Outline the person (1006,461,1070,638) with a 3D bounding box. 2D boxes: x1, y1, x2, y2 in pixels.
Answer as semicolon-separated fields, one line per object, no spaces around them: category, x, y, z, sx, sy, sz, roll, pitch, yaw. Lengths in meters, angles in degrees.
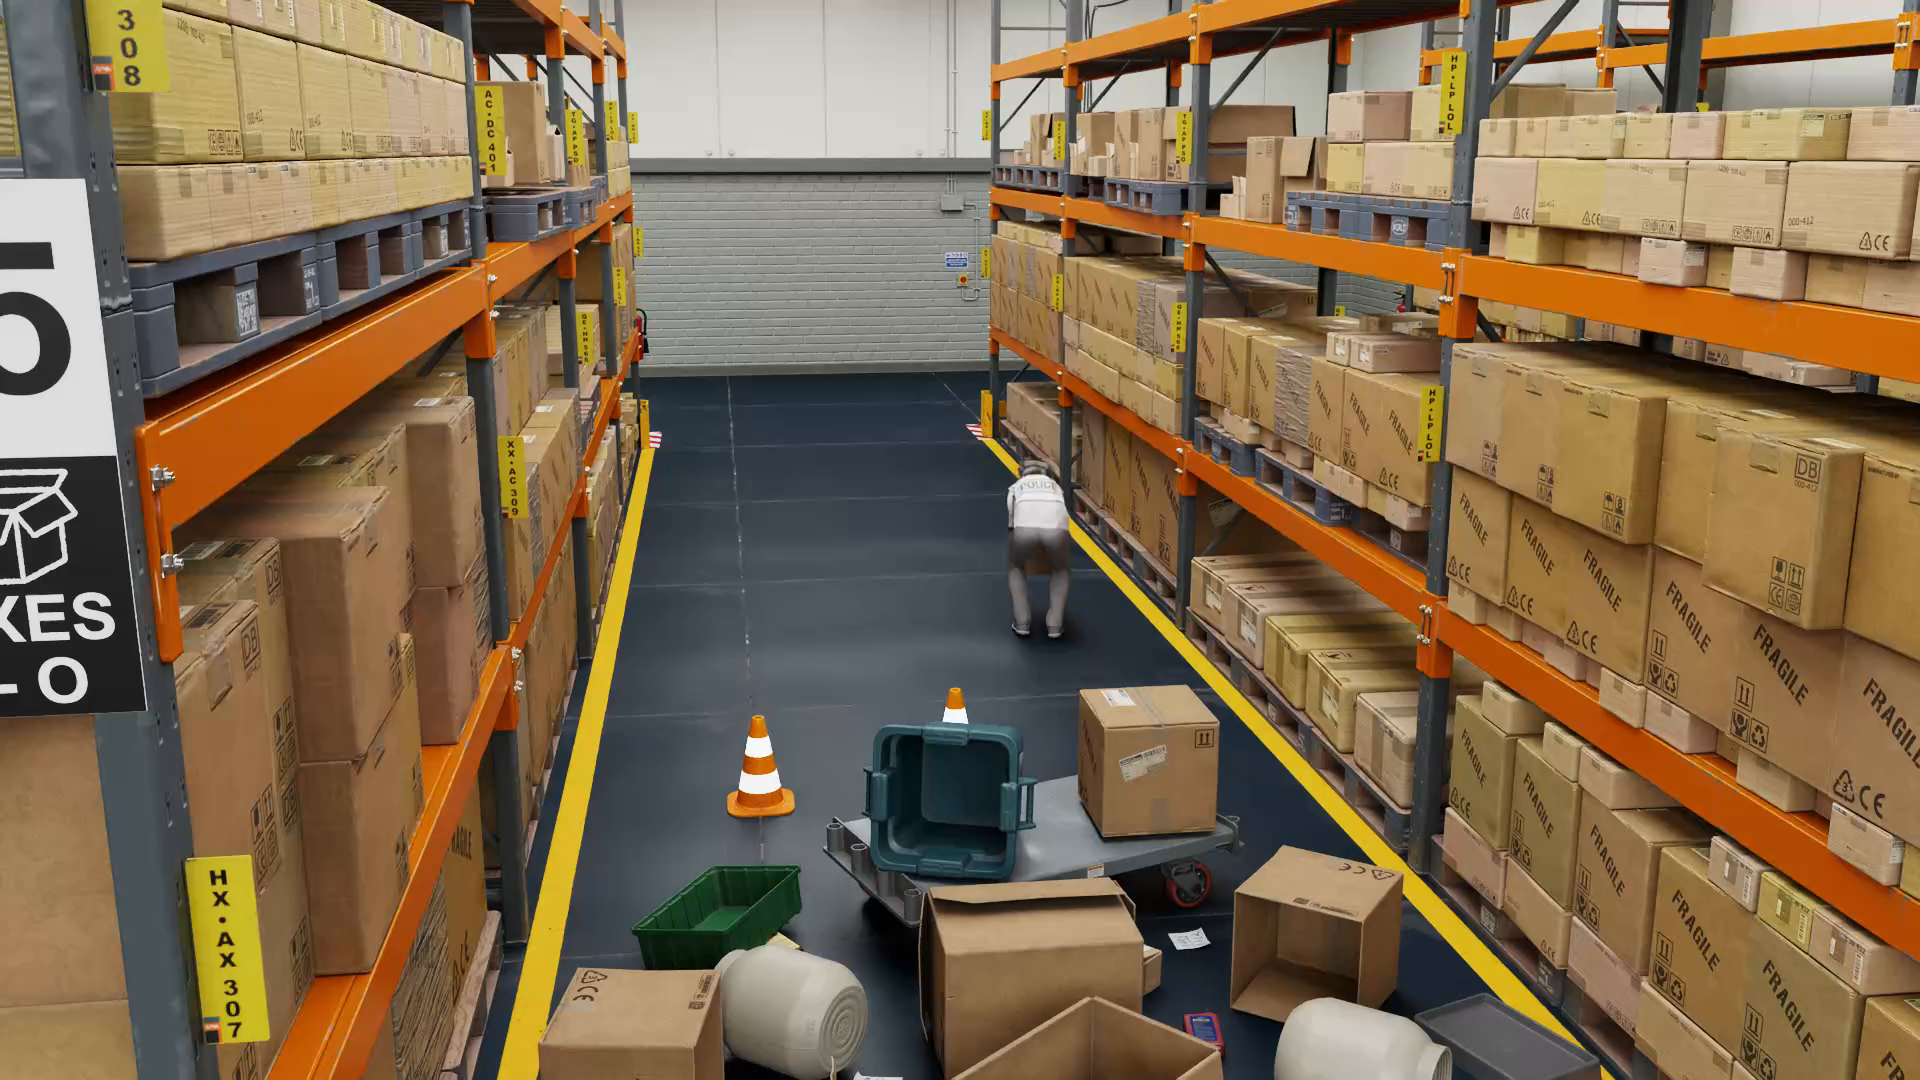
person;0.538;0.058;11.442;0.440;1.117;0.930;0;13;1
